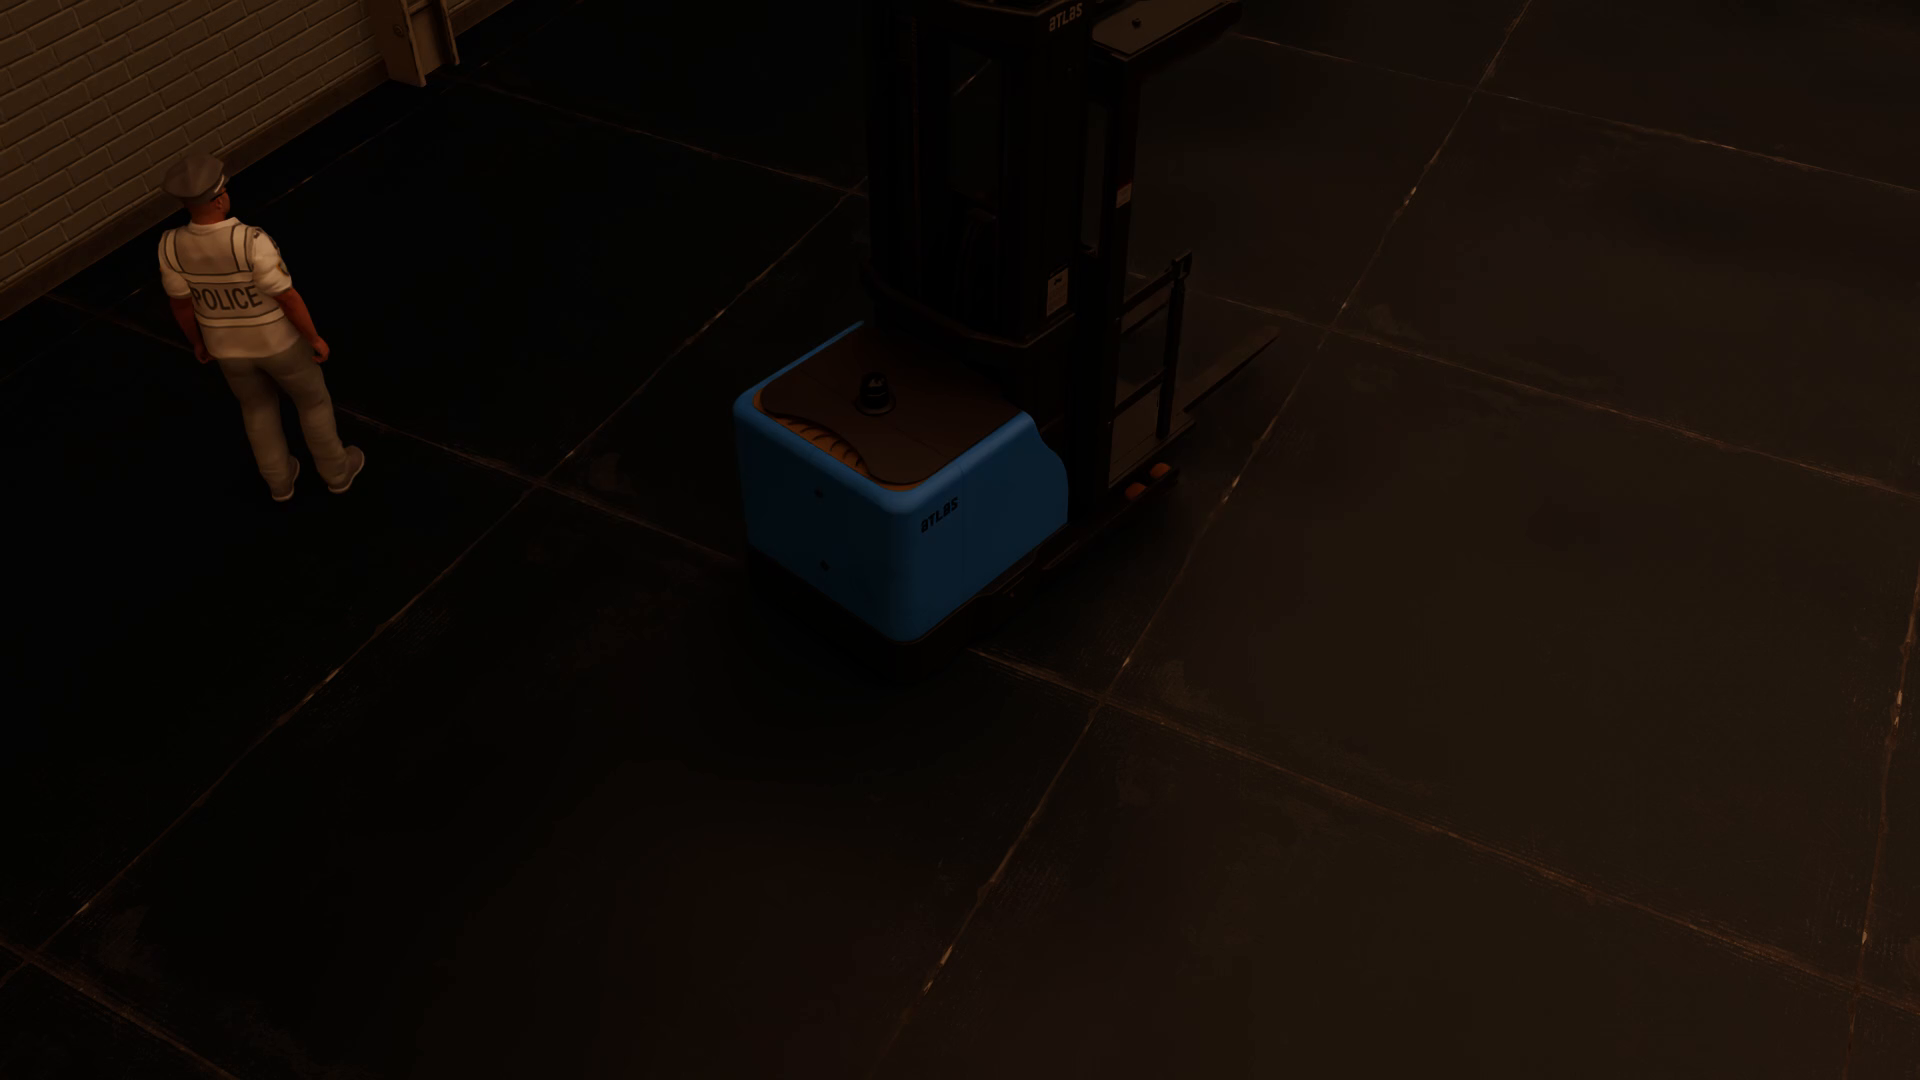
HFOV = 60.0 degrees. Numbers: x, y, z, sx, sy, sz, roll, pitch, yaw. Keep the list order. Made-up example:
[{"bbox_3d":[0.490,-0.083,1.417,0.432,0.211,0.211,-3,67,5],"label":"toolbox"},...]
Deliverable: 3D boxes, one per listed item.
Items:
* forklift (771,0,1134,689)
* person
[{"bbox_3d":[-0.185,-1.466,7.210,1.130,2.935,3.031,-11,44,-11],"label":"forklift"},{"bbox_3d":[-3.160,-0.921,7.478,0.522,1.775,0.401,-2,43,-2],"label":"person"}]
